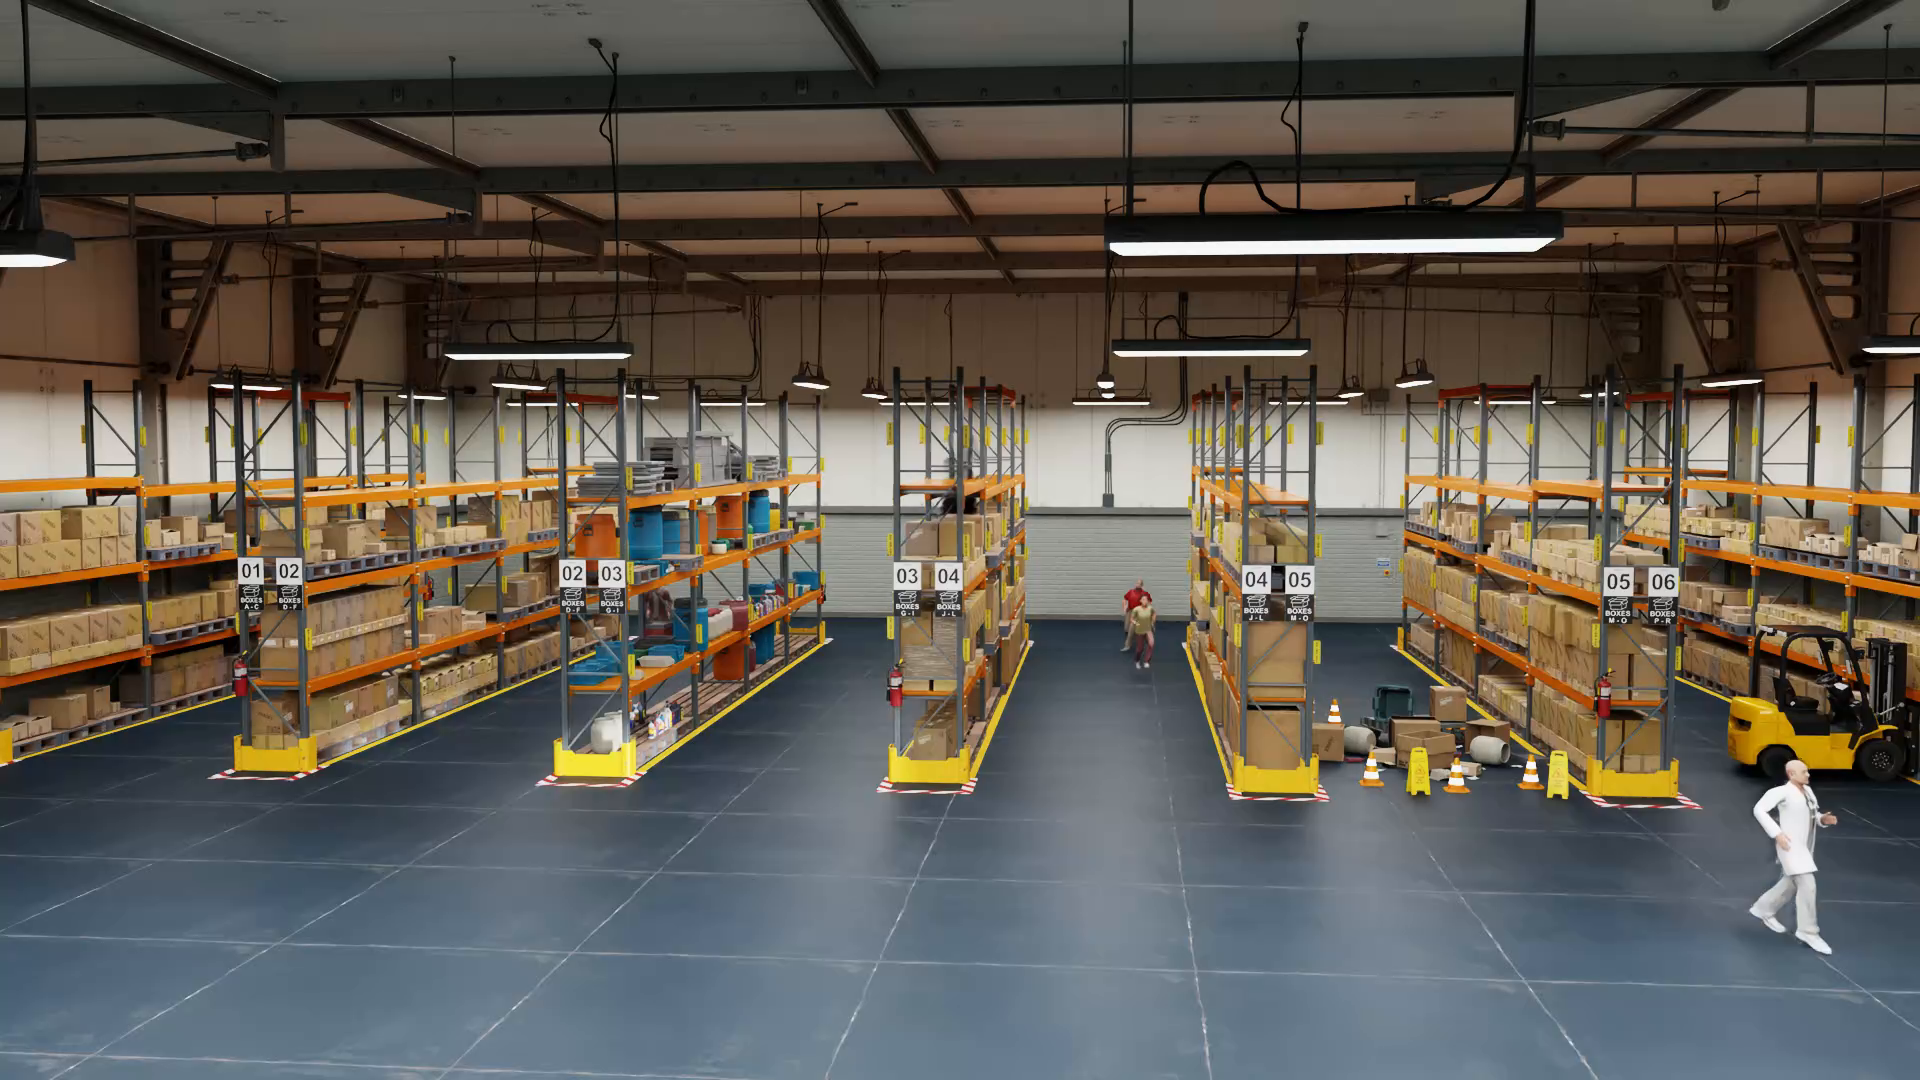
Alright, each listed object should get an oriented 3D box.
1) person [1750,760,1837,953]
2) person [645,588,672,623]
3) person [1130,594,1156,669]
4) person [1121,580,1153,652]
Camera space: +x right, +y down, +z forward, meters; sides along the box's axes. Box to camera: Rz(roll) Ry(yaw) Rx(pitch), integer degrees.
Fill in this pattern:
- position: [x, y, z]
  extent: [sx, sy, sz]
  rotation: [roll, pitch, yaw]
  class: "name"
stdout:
- position: [8.250, 3.083, 16.474]
  extent: [0.694, 1.822, 0.876]
  rotation: [-3, 4, -38]
  class: "person"
- position: [-7.015, 1.758, 38.459]
  extent: [0.696, 1.728, 0.674]
  rotation: [0, 4, -4]
  class: "person"
- position: [3.791, 1.905, 34.405]
  extent: [0.562, 1.607, 0.926]
  rotation: [0, 4, -3]
  class: "person"
- position: [4.127, 1.758, 38.872]
  extent: [0.714, 1.664, 0.758]
  rotation: [1, 4, 20]
  class: "person"
